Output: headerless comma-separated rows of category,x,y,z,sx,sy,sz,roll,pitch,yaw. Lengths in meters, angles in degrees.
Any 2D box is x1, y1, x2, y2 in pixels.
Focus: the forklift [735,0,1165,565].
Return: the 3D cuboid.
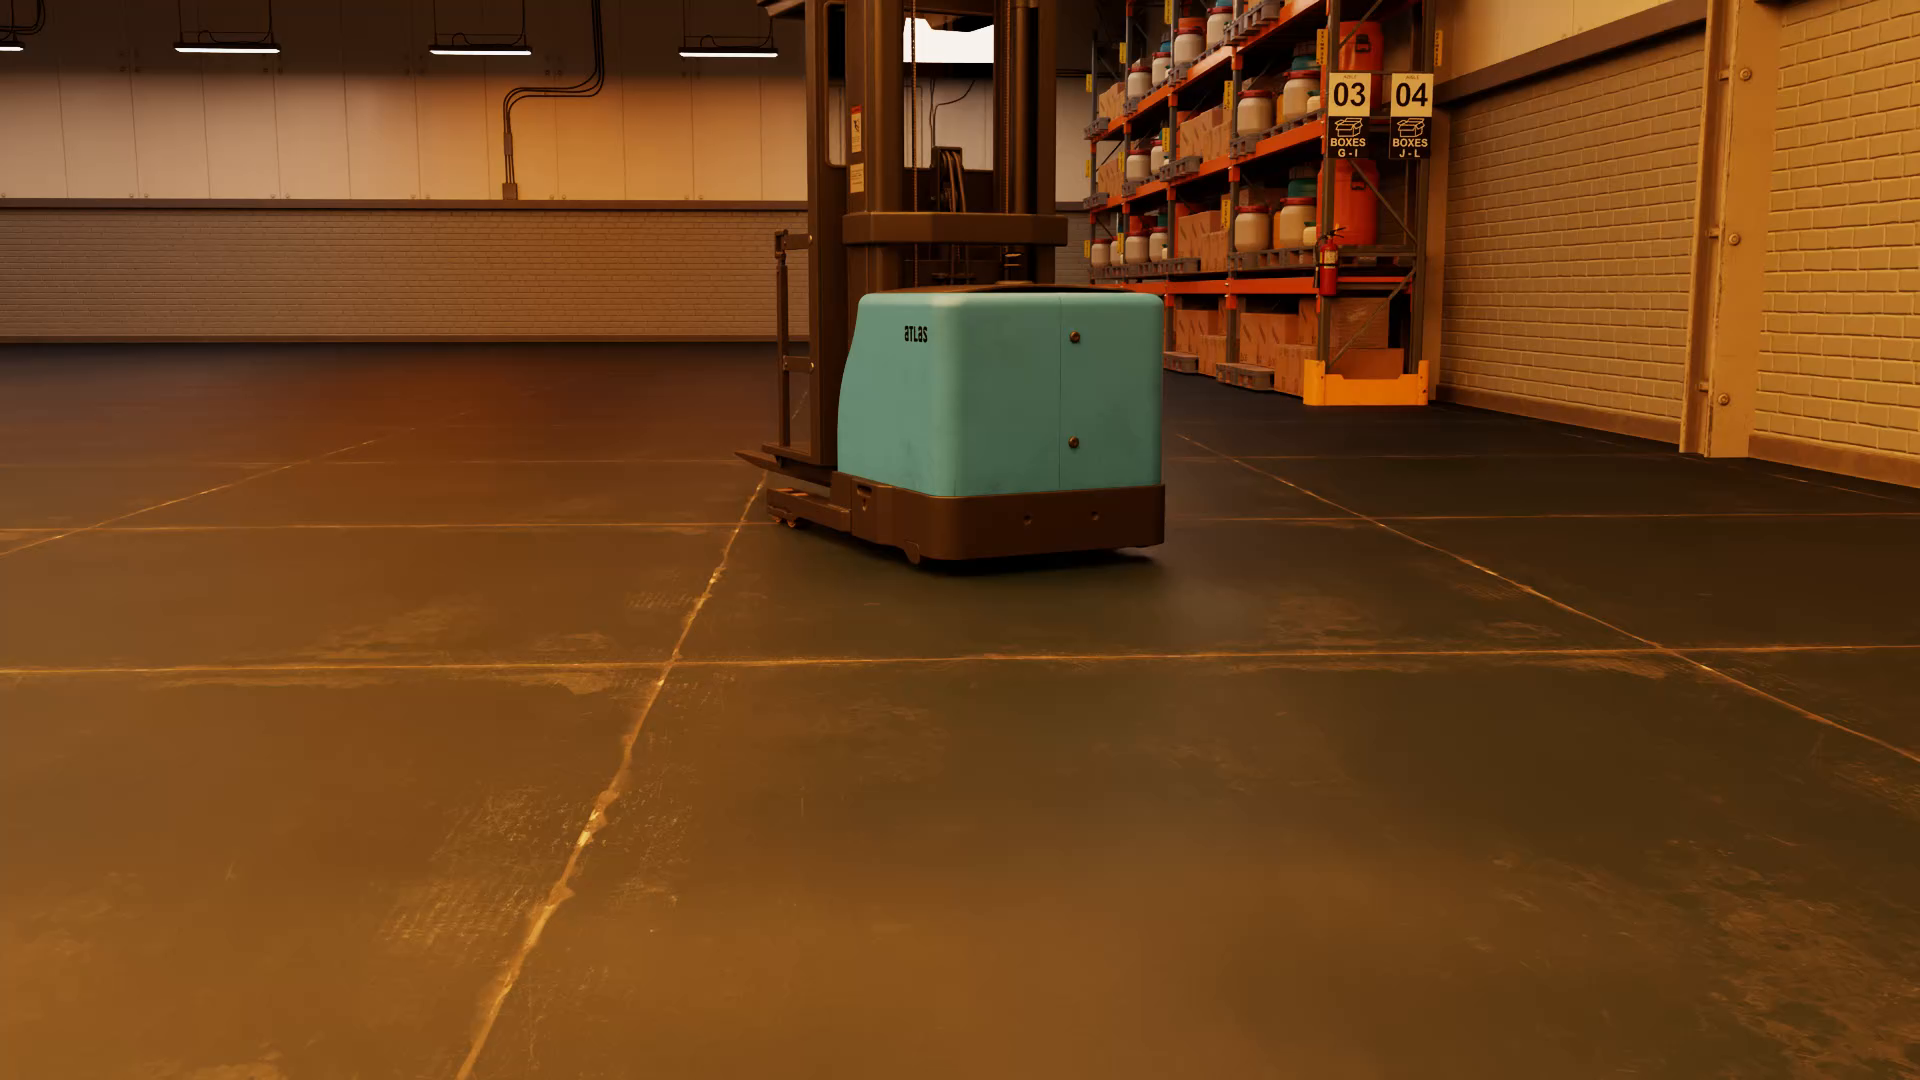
forklift,-0.264,-1.530,7.637,1.130,2.935,3.031,-4,9,-25
